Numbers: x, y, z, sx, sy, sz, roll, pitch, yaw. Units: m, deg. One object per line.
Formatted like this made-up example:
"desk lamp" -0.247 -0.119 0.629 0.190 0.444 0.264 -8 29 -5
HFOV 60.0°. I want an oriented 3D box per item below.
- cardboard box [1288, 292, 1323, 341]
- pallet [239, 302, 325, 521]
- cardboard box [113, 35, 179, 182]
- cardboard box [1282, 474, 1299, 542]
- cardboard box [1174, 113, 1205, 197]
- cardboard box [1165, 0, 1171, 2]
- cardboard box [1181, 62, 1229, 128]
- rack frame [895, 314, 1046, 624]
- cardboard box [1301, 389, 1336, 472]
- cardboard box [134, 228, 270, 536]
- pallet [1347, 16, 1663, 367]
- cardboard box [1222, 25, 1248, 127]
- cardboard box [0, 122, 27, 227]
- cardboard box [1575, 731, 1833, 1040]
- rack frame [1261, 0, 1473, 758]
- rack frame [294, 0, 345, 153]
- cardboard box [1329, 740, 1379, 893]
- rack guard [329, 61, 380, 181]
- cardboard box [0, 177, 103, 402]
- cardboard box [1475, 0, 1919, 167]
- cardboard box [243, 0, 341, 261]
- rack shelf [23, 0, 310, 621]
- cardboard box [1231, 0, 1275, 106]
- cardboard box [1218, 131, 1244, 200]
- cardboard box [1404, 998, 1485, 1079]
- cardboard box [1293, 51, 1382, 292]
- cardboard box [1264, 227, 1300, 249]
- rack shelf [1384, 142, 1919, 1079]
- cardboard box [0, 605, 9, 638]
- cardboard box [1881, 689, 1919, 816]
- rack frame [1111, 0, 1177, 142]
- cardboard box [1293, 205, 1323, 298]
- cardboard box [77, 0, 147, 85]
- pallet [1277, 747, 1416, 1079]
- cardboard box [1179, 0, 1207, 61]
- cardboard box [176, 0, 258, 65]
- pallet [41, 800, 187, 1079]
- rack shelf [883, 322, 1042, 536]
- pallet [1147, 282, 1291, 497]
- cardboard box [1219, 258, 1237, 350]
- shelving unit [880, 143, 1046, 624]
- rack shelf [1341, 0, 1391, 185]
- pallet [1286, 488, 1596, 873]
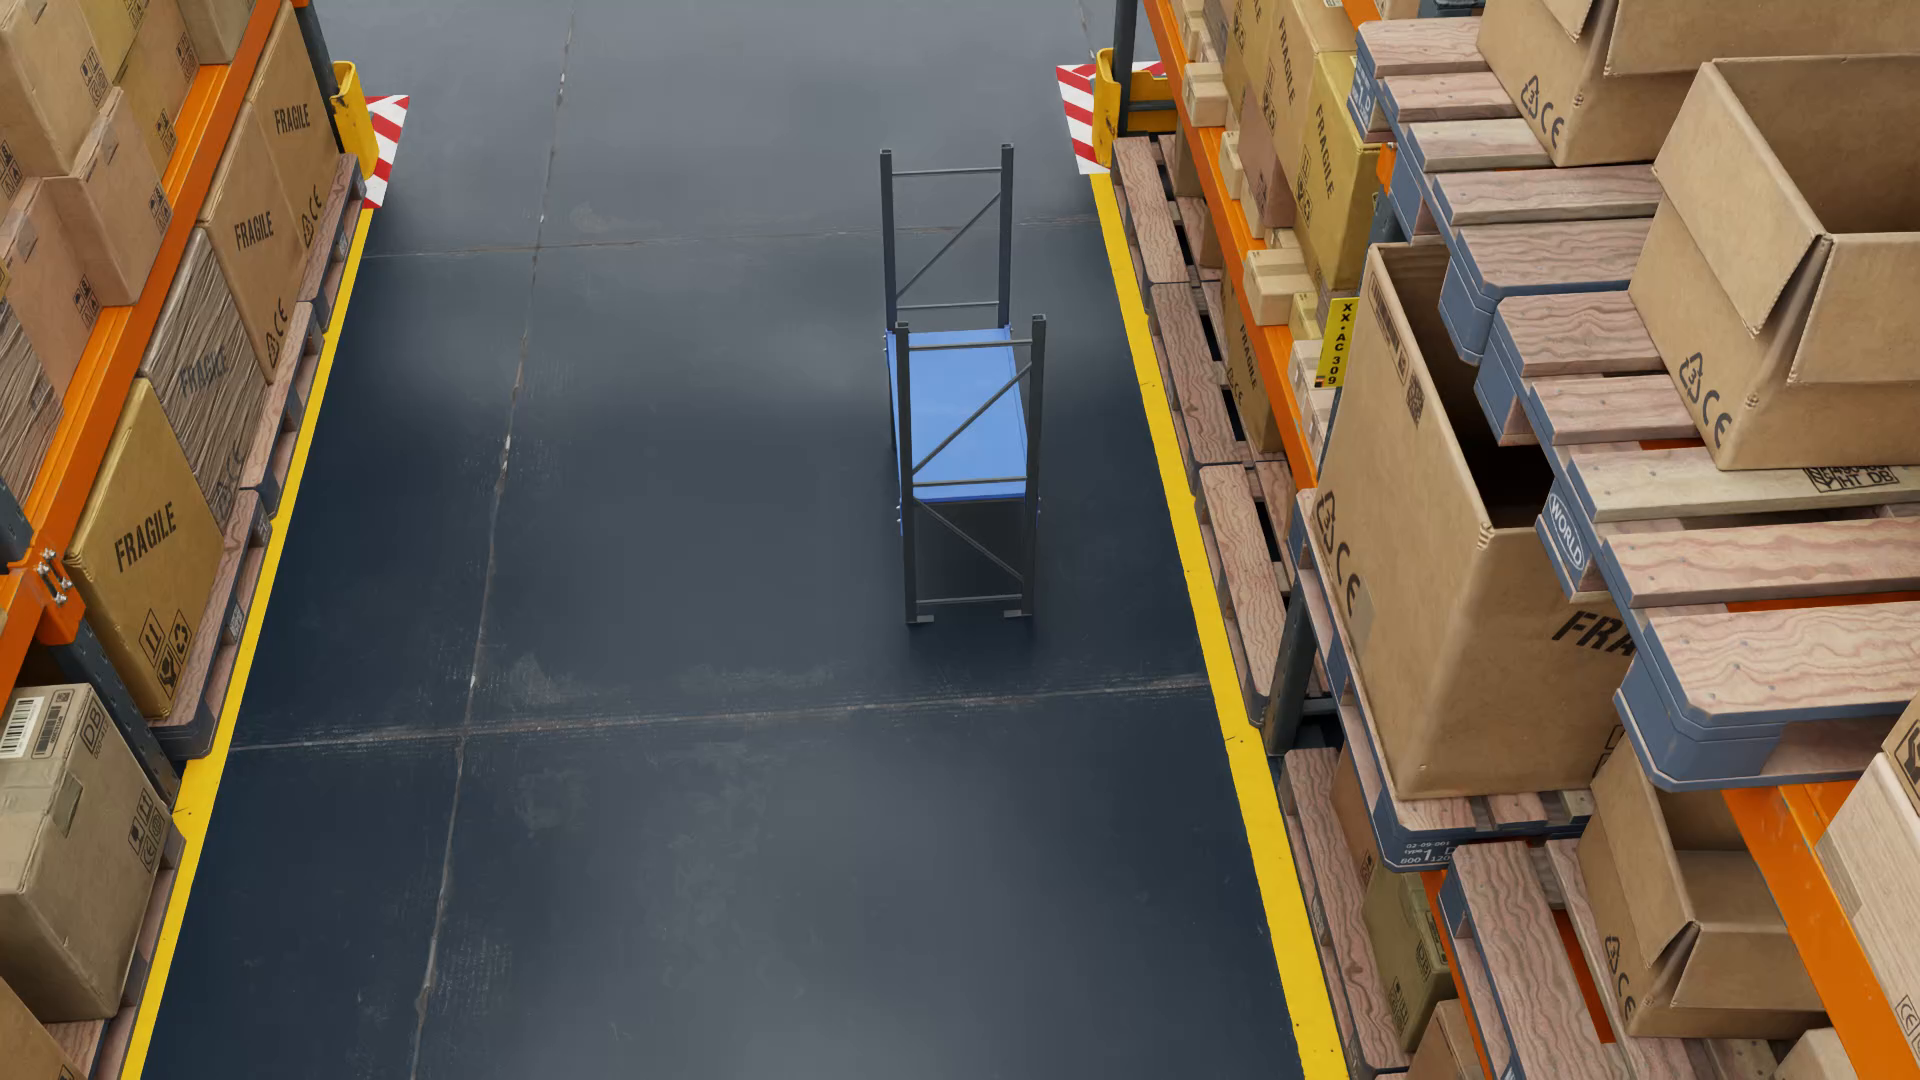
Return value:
"cardboard box" 1.343 -0.720 5.676 0.380 0.149 0.250 -3 47 -3
"pallet" -3.415 -0.556 7.267 1.003 0.211 1.213 -3 47 -3
"cardboard box" -3.508 -1.564 6.199 0.875 0.550 0.500 -3 47 -3
"cardboard box" 1.577 -0.294 6.531 0.500 0.500 0.500 10 47 9
"cardboard box" 1.327 -2.029 8.175 0.500 0.500 0.500 4 47 4
"cardboard box" 1.086 -2.526 7.386 0.380 0.149 0.250 -3 47 -3
"cardboard box" 1.107 -1.799 6.697 0.380 0.149 0.250 -3 47 -3
"rack frame" 0.035 -0.210 6.052 0.500 1.500 0.032 -3 47 -3
"cardboard box" 1.316 -0.354 5.329 0.380 0.149 0.250 -3 47 -3
"cardboard box" -3.387 -0.600 6.563 0.875 0.875 0.875 -3 47 -3
"pallet" 1.572 -0.817 3.658 1.213 0.211 1.003 -3 47 -3
"cardboard box" 1.501 -1.853 6.302 0.875 0.500 0.500 -3 47 -3
"cardboard box" -3.483 -1.158 5.070 0.875 0.550 0.550 -3 47 -3
"cardboard box" 1.864 0.766 3.735 0.797 0.503 0.637 1 47 1
"rack frame" 1.626 -0.303 5.108 1.000 3.000 0.127 -3 47 -3
"rack frame" -3.659 -2.969 7.632 1.000 3.000 0.127 -3 47 -3
"cardboard box" 1.656 0.851 5.433 0.700 0.500 0.500 -7 47 -6
"rack guard" -3.661 -2.127 8.556 1.175 0.500 0.348 -3 47 -3
"cardboard box" -3.436 -0.789 5.465 0.875 0.550 0.550 -3 47 -3
"cardboard box" 1.567 -1.168 3.501 0.797 0.503 0.637 -6 47 -5
"cardboard box" -3.537 -1.896 7.790 0.875 0.875 0.875 -3 47 -3
"rack shelf" -3.492 -1.274 6.523 1.077 0.370 4.000 -3 47 -3
"cardboard box" 1.231 -1.816 5.578 0.500 0.500 0.500 -3 47 -3
"cardboard box" 1.205 -1.441 6.358 0.380 0.149 0.250 -3 47 -3
"cardboard box" 1.725 1.602 4.722 0.700 0.500 0.500 -7 47 -7
"cardboard box" 1.315 -1.092 4.893 0.500 0.500 0.500 -3 47 -3
"cardboard box" 1.322 -1.083 6.020 0.380 0.149 0.250 -3 47 -3
"rack shelf" 1.794 0.360 2.909 1.077 0.370 4.000 -3 47 -3
"cardboard box" -3.014 0.252 4.513 0.500 0.500 0.500 -4 47 -4
"cardboard box" 1.592 0.294 2.063 0.500 0.500 0.500 -3 47 -3
"rack frame" 1.292 -3.197 7.848 1.000 3.000 0.127 -3 47 -3
"cardboard box" 1.644 -1.133 5.620 0.875 0.500 0.500 -3 47 -3
"cardboard box" -3.443 -1.940 5.810 0.875 0.550 0.500 -3 47 -3
"pallet" 1.693 1.219 5.587 1.003 0.211 1.213 -3 47 -3
"cardboard box" 1.141 -2.165 7.044 0.380 0.149 0.250 -3 47 -3
"cardboard box" -3.515 -2.358 6.950 0.875 0.550 0.550 -3 47 -3
"pallet" -3.185 1.438 5.379 1.003 0.211 1.213 -3 47 -3
"rack shelf" -0.007 -0.454 6.531 0.538 0.185 1.000 -3 47 -3
"pallet" 1.430 -0.713 7.416 1.003 0.211 1.213 -3 47 -3
"cardboard box" 1.445 -1.145 7.337 0.500 0.500 0.500 0 47 0
"shelving unit" -0.007 -0.577 6.400 0.538 1.500 1.048 -3 47 -3
"rack shelf" 1.459 -2.534 5.650 1.077 0.370 4.000 -3 47 -3
"pallet" 1.545 0.325 4.645 1.003 0.211 1.213 -3 47 -3
